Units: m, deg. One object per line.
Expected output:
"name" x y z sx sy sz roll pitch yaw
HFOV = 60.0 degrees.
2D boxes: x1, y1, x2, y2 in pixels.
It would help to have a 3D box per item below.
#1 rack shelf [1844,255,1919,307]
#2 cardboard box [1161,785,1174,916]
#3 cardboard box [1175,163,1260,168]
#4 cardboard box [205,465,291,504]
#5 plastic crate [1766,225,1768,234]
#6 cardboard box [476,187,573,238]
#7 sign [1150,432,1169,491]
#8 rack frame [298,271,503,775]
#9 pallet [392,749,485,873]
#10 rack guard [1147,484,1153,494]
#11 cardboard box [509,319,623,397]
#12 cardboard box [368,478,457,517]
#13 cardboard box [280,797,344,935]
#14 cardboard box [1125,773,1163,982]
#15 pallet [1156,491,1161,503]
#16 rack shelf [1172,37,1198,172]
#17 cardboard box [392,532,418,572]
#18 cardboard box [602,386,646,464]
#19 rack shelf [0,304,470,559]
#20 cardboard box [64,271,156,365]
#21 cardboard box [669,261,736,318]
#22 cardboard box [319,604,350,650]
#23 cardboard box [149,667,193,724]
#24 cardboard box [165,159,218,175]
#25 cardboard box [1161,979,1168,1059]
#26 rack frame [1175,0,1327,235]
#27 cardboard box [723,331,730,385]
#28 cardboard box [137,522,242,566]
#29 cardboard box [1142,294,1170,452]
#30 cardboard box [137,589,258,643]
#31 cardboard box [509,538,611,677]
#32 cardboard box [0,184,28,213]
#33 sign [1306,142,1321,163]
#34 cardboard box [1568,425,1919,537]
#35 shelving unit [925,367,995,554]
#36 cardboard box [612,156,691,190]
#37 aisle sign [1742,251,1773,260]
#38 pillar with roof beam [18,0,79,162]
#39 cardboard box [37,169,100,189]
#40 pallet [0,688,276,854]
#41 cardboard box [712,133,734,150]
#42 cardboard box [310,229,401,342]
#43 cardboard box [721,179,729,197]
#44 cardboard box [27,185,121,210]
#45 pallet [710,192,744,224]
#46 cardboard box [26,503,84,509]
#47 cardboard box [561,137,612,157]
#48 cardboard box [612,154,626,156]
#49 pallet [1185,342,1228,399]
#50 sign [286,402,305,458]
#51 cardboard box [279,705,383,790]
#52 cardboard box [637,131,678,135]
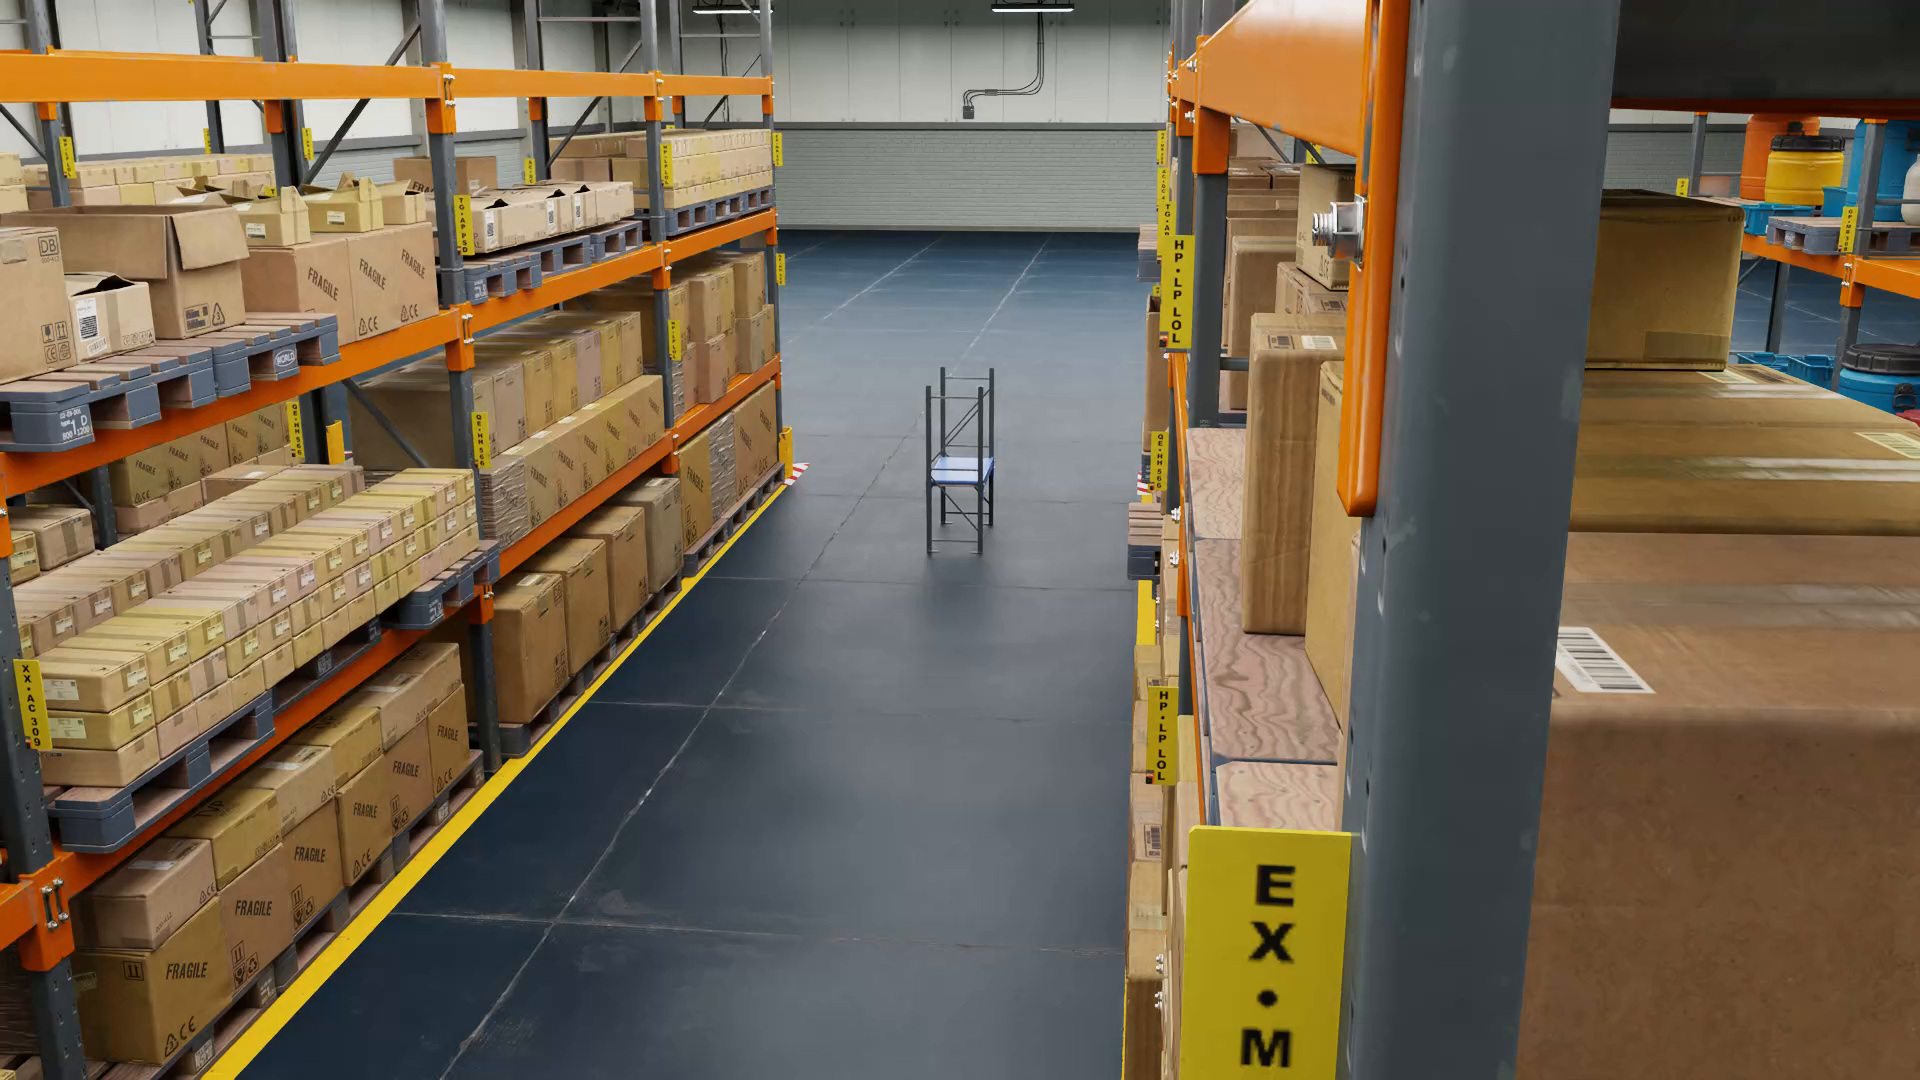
"rack shelf" 6.771 -1.366 10.186 1.077 0.370 4.000 2 15 6
"cardboard box" 0.954 0.967 5.734 0.500 0.500 0.500 2 15 6
"cardboard box" 1.547 -2.022 10.087 0.500 0.500 0.500 2 15 7
"cardboard box" -5.999 -0.336 14.084 0.500 0.500 0.500 2 15 6
"plastic crate" 6.776 -2.533 13.629 0.243 0.136 0.396 2 15 6
"cardboard box" -2.878 -2.165 10.938 0.500 0.311 0.500 1 15 5
"sign" 1.084 -0.427 9.015 0.100 0.325 0.005 2 15 6
"rack frame" -3.293 -0.065 9.743 1.000 3.000 0.127 2 15 6
"pallet" -3.383 1.484 9.357 1.003 0.211 1.213 2 15 6
"rack guard" 2.518 -0.741 17.032 1.175 0.500 0.348 2 15 6
"cardboard box" -2.948 -1.371 12.465 0.700 0.500 0.500 1 15 5
"cardboard box" -2.923 -0.228 8.882 0.380 0.149 0.250 2 15 6
"cardboard box" -3.294 1.519 7.869 0.500 0.500 0.500 2 15 7
"cardboard box" 1.325 1.570 6.964 1.225 0.875 0.875 1 15 4
"pallet" 1.807 -0.314 11.034 1.003 0.211 1.213 2 15 6
"rack shelf" 1.398 -1.729 6.550 1.077 0.370 4.000 2 15 6
"cardboard box" -2.981 0.054 8.409 0.380 0.149 0.250 2 15 6
"cardboard box" -2.692 -0.876 12.552 0.500 0.500 0.500 2 15 6
"rack shelf" -3.519 -0.647 7.527 1.077 0.370 4.000 2 15 6
"cardboard box" -3.436 -0.857 6.292 0.500 0.311 0.500 1 15 5
"cardboard box" -2.639 -2.351 15.844 0.875 0.550 0.550 2 15 6
"cardboard box" -3.069 0.399 7.706 0.380 0.149 0.250 1 15 4
"cardboard box" -3.216 0.592 6.422 0.380 0.149 0.250 1 15 5
"cardboard box" -7.313 -3.547 15.829 0.380 0.149 0.250 1 15 5
"cardboard box" 0.779 1.401 4.802 0.380 0.149 0.250 1 15 4
"rack frame" 1.624 -2.788 8.322 1.000 3.000 0.127 2 15 6
"cardboard box" -2.634 -1.691 15.469 0.875 0.550 0.500 2 15 6
"cardboard box" -3.684 0.022 7.960 0.380 0.149 0.250 2 15 8
"cardboard box" 1.846 -1.220 12.062 1.000 1.000 1.000 2 15 7
"cardboard box" -3.155 0.312 6.887 0.380 0.149 0.250 1 15 6
"cardboard box" -3.040 0.437 11.395 1.050 0.750 0.750 2 15 7
"cardboard box" -7.693 -2.644 13.019 0.500 0.250 0.500 1 15 5
"sign" 2.627 -2.802 12.375 0.100 0.325 0.005 2 15 6
"cardboard box" 0.910 0.156 1.991 0.700 0.500 0.500 1 15 4
"shelving unit" 0.010 -0.746 15.136 0.538 1.500 1.048 2 15 6
"cardboard box" -2.508 -2.991 13.539 0.500 0.250 0.500 2 15 7
"aisle sign" 7.751 -3.086 15.936 0.394 0.787 0.004 2 15 6
"pillar with roof beam" -8.272 -6.576 22.329 9.100 9.000 0.400 2 15 6
"cardboard box" -7.412 -3.005 13.825 0.380 0.149 0.250 1 15 5
"pallet" -3.514 0.871 6.648 1.003 0.211 1.213 2 15 6
"cardboard box" -2.263 -3.609 15.062 0.380 0.149 0.250 2 15 7
"cardboard box" -3.148 -1.275 8.281 0.500 0.500 0.500 2 15 6
"cardboard box" -2.291 -3.159 14.924 0.380 0.149 0.250 2 15 7
"cardboard box" -7.450 -2.847 14.003 0.500 0.250 0.500 1 15 5
"pallet" -2.599 -3.035 15.150 1.003 0.211 1.213 2 15 6
"cardboard box" -7.972 -0.258 14.922 0.500 0.250 0.500 2 15 9
"cardboard box" -3.088 -3.235 13.677 0.380 0.149 0.250 2 15 6
"cardboard box" -2.984 -3.139 14.086 0.500 0.250 0.500 2 15 6
"pallet" 1.481 -0.790 7.042 1.003 0.211 1.213 2 15 9
"sign" -3.845 -0.639 9.649 0.100 0.325 0.005 2 15 6
"cardboard box" -3.229 1.025 8.260 0.500 0.250 0.500 2 15 8
"cardboard box" -2.860 -3.761 15.625 0.380 0.149 0.250 1 15 5
